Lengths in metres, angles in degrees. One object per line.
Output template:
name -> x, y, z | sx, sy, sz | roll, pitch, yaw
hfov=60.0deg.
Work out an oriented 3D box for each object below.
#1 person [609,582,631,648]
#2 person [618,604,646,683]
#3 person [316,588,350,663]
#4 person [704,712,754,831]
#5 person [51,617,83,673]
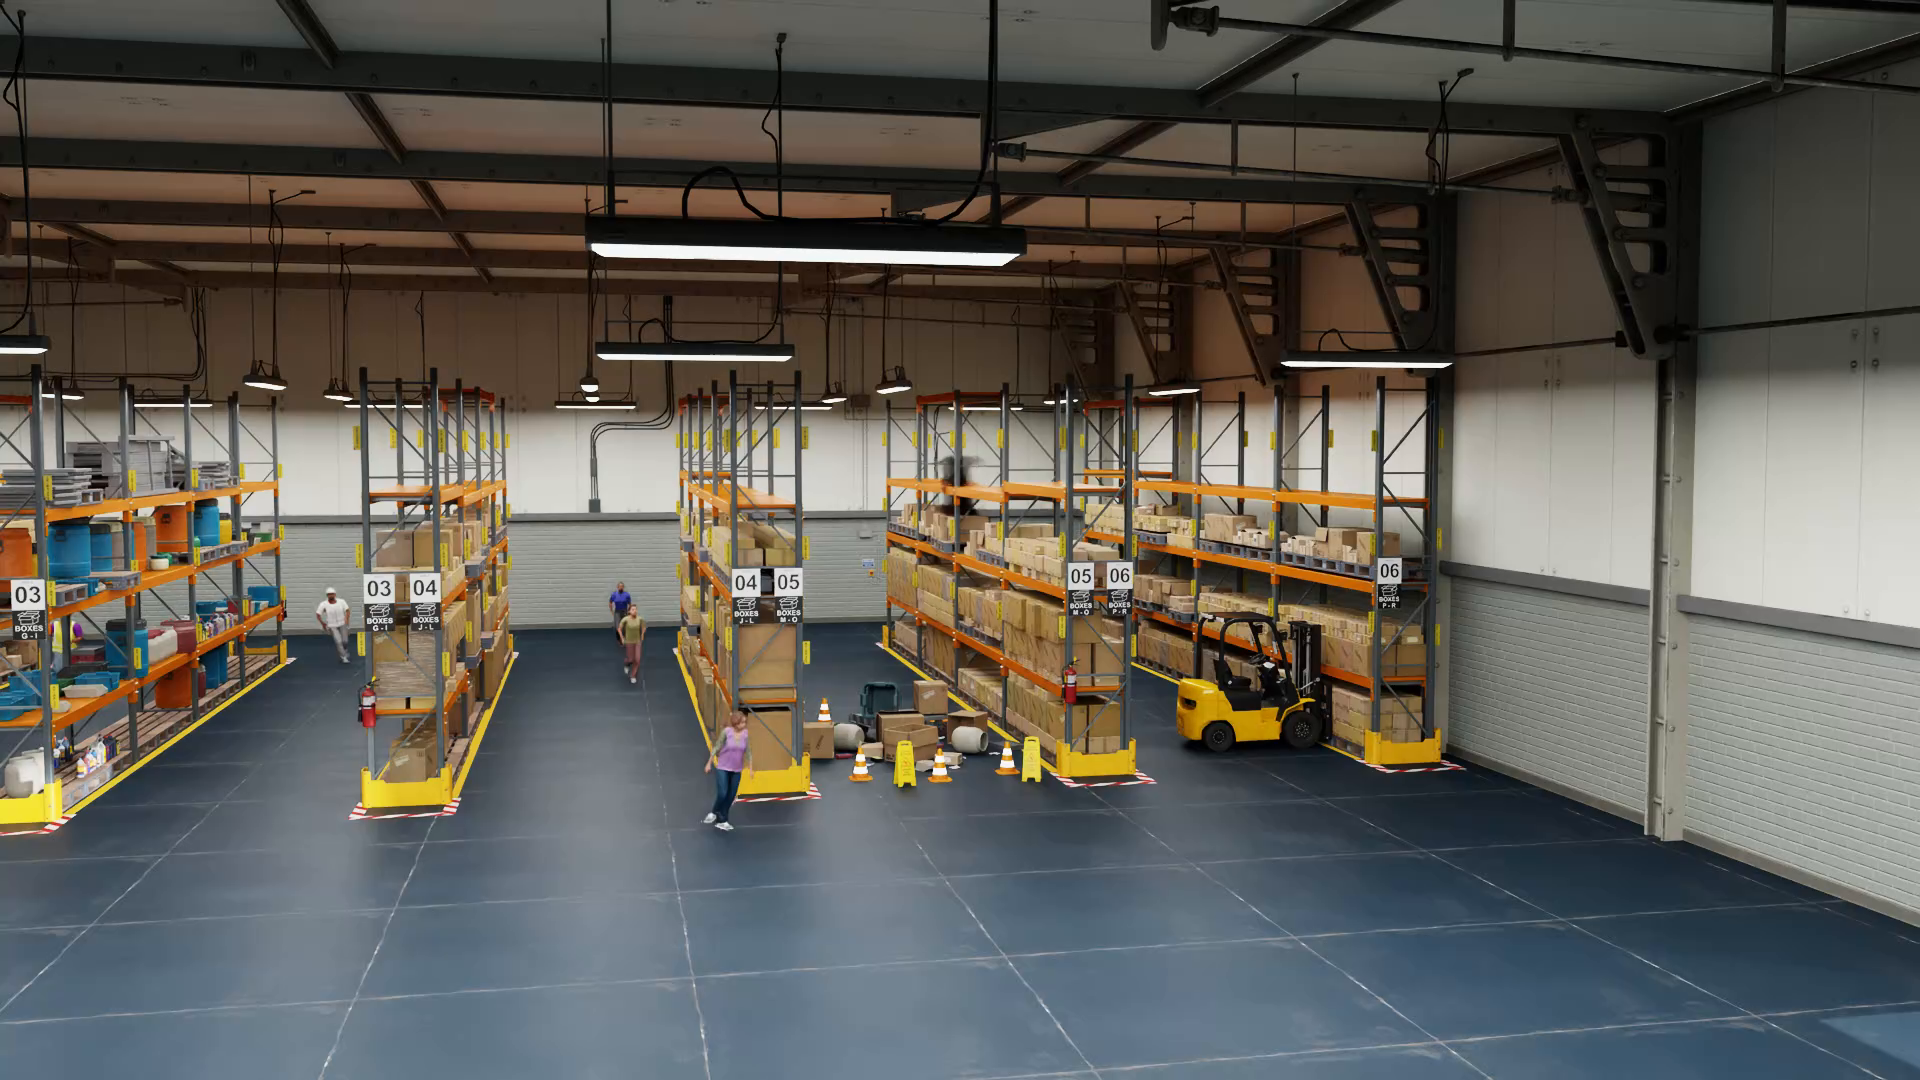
person -> -8.206, 1.804, 40.175 | 0.530, 1.602, 0.682 | -1, 3, -13
person -> -6.838, 2.142, 34.698 | 0.595, 1.625, 0.616 | -2, 4, -25
person -> -14.118, 1.922, 37.466 | 0.739, 1.715, 0.651 | -2, 4, -31
person -> -2.965, 2.964, 21.351 | 0.569, 1.558, 0.533 | -2, 4, -30
person -> -17.406, 2.204, 32.289 | 0.697, 1.787, 0.720 | -1, 4, -21
